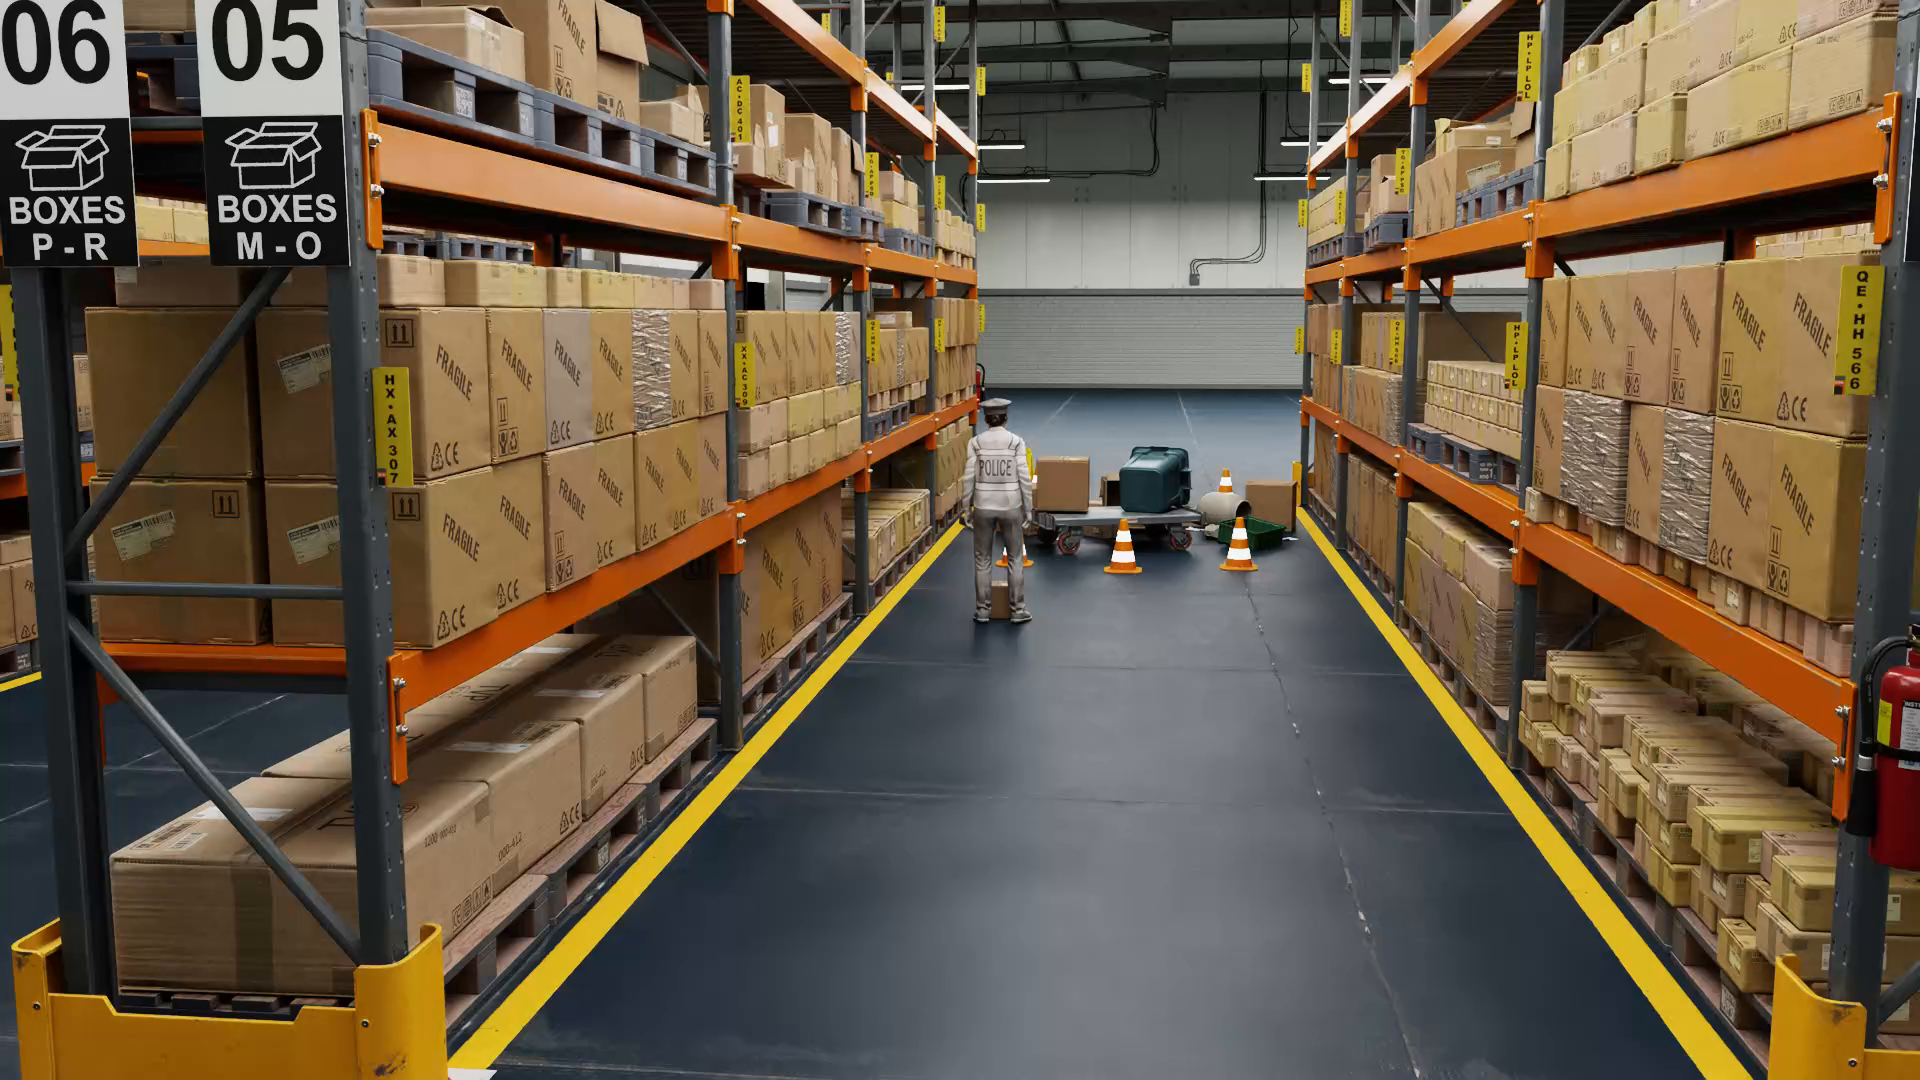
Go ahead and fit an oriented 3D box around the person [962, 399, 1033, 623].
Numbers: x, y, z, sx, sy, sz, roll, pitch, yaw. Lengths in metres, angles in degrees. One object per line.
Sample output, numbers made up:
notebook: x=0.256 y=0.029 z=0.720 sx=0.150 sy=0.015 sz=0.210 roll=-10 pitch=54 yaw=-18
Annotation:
person: x=0.279 y=-0.213 z=12.363 sx=0.526 sy=1.663 sz=0.375 roll=1 pitch=8 yaw=6
